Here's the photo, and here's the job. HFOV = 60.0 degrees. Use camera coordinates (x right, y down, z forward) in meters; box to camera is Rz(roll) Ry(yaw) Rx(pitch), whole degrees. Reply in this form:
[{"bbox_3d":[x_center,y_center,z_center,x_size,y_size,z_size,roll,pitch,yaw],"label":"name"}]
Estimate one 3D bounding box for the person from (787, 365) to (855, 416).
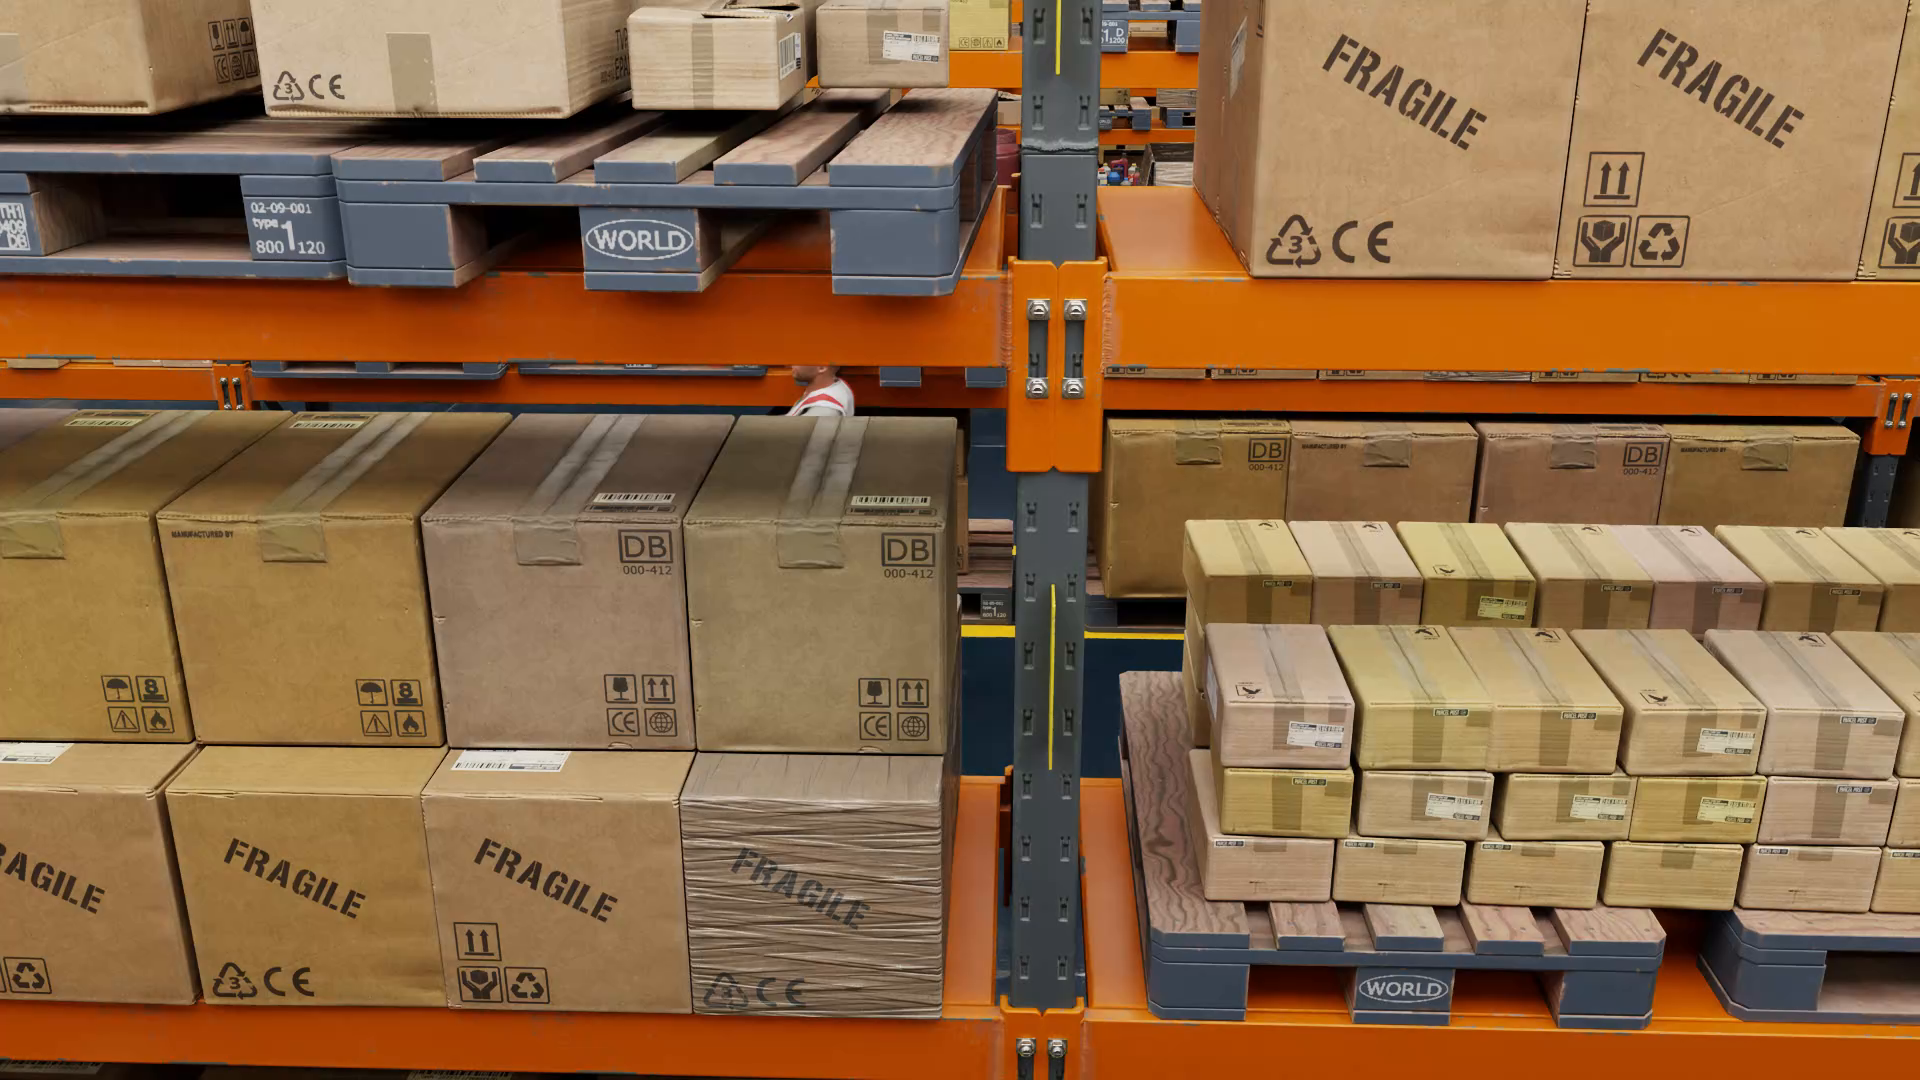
[{"bbox_3d":[-0.743,-0.090,7.294,0.572,1.783,0.494,1,21,2],"label":"person"}]
